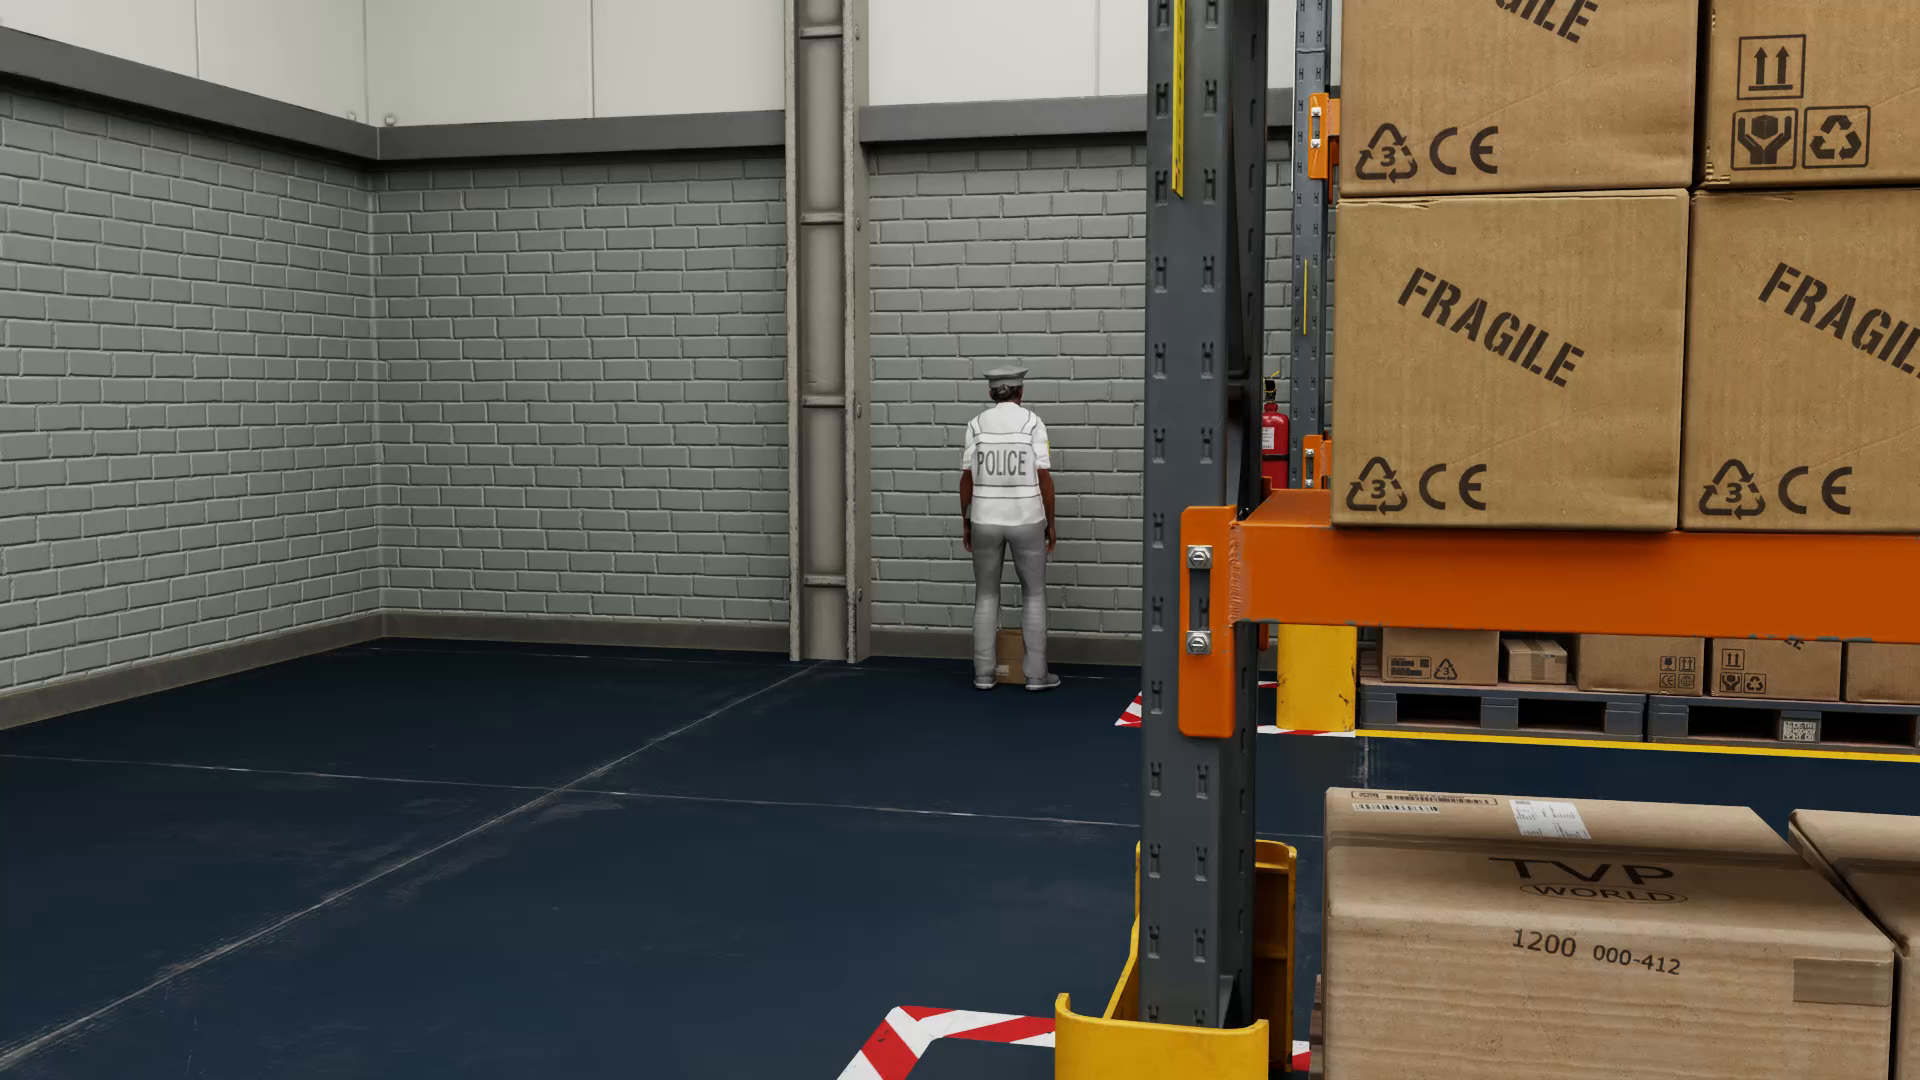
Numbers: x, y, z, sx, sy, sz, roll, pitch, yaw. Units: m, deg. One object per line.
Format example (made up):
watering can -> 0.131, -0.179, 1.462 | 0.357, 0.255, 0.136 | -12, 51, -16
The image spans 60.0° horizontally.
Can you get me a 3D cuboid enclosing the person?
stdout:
person -> 0.252, -0.062, 8.508 | 0.507, 1.657, 0.393 | 1, 5, 12
